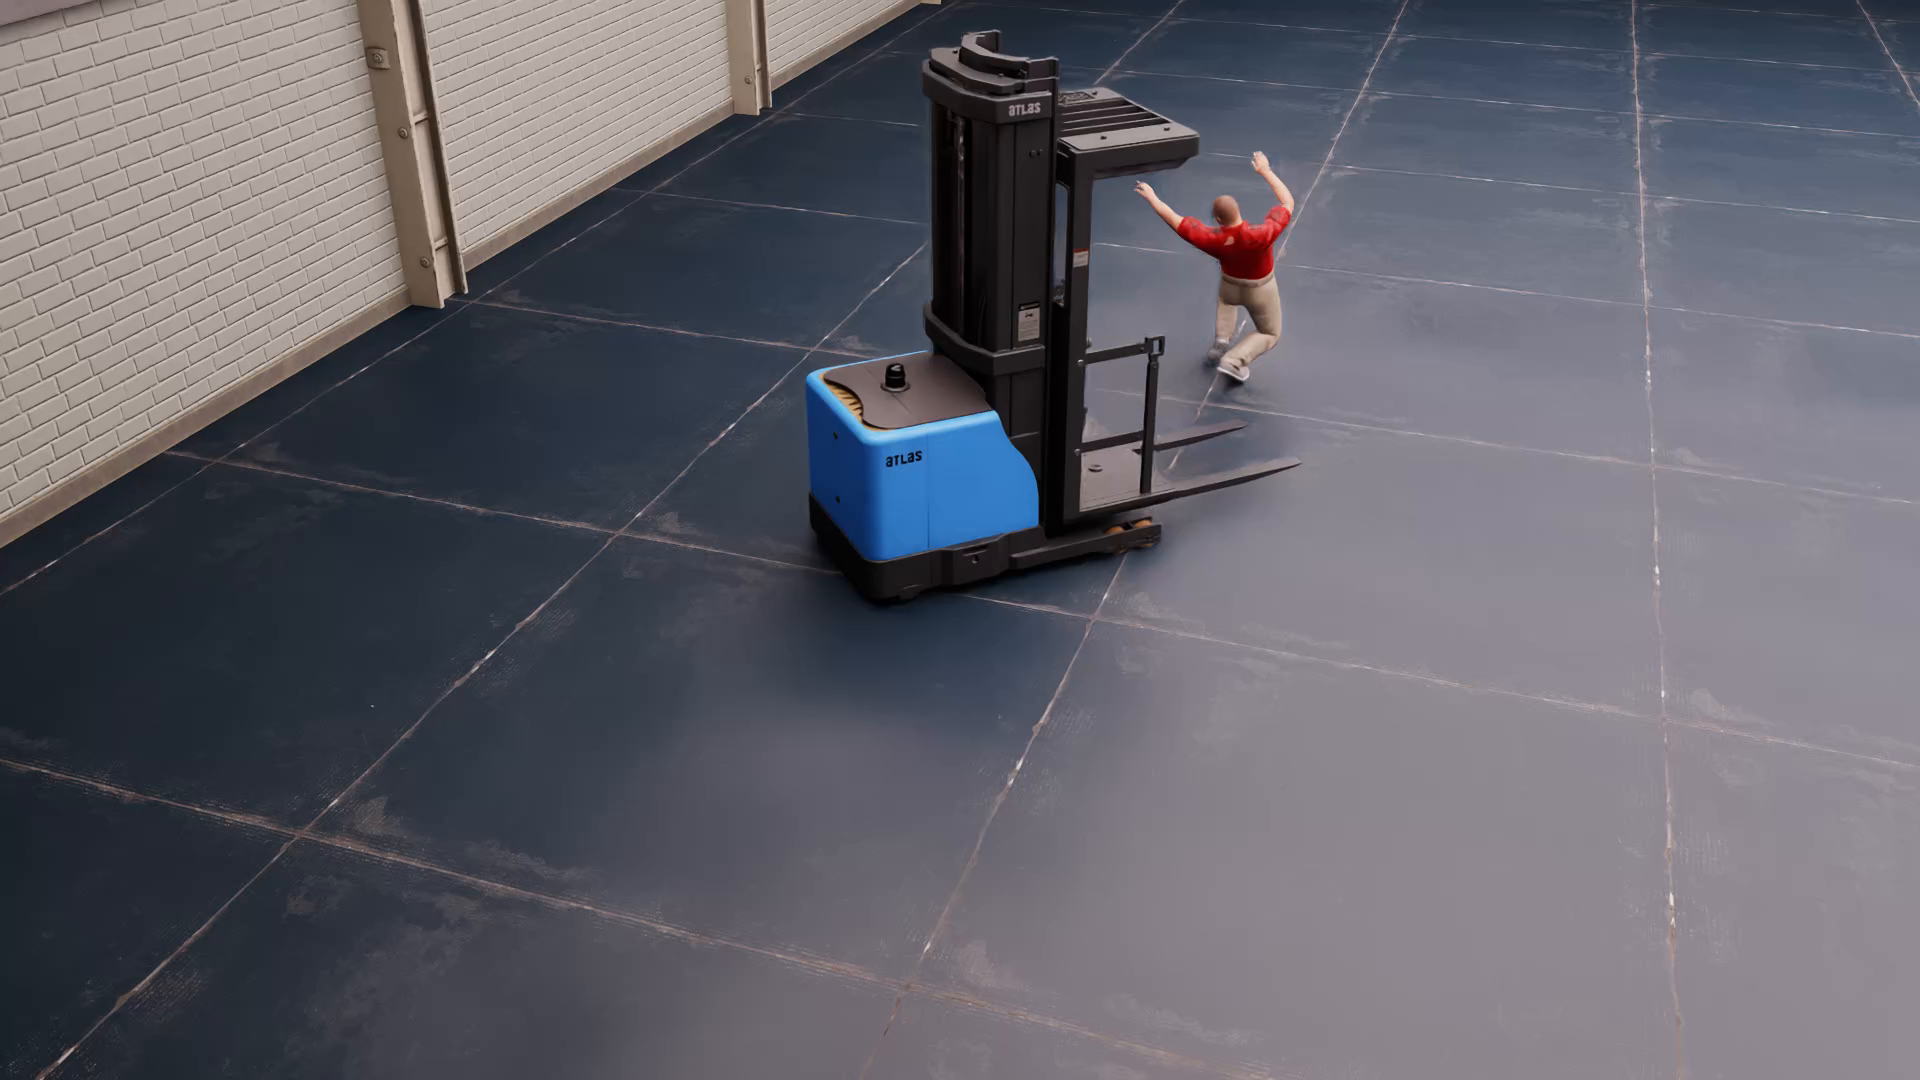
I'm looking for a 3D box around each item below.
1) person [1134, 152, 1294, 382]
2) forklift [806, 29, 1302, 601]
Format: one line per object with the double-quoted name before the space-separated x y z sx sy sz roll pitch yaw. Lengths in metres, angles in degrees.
"person" 1.835 -1.989 11.990 1.114 1.666 0.816 17 34 27
"forklift" 0.652 -1.410 9.609 3.031 2.935 1.130 -13 32 -21
